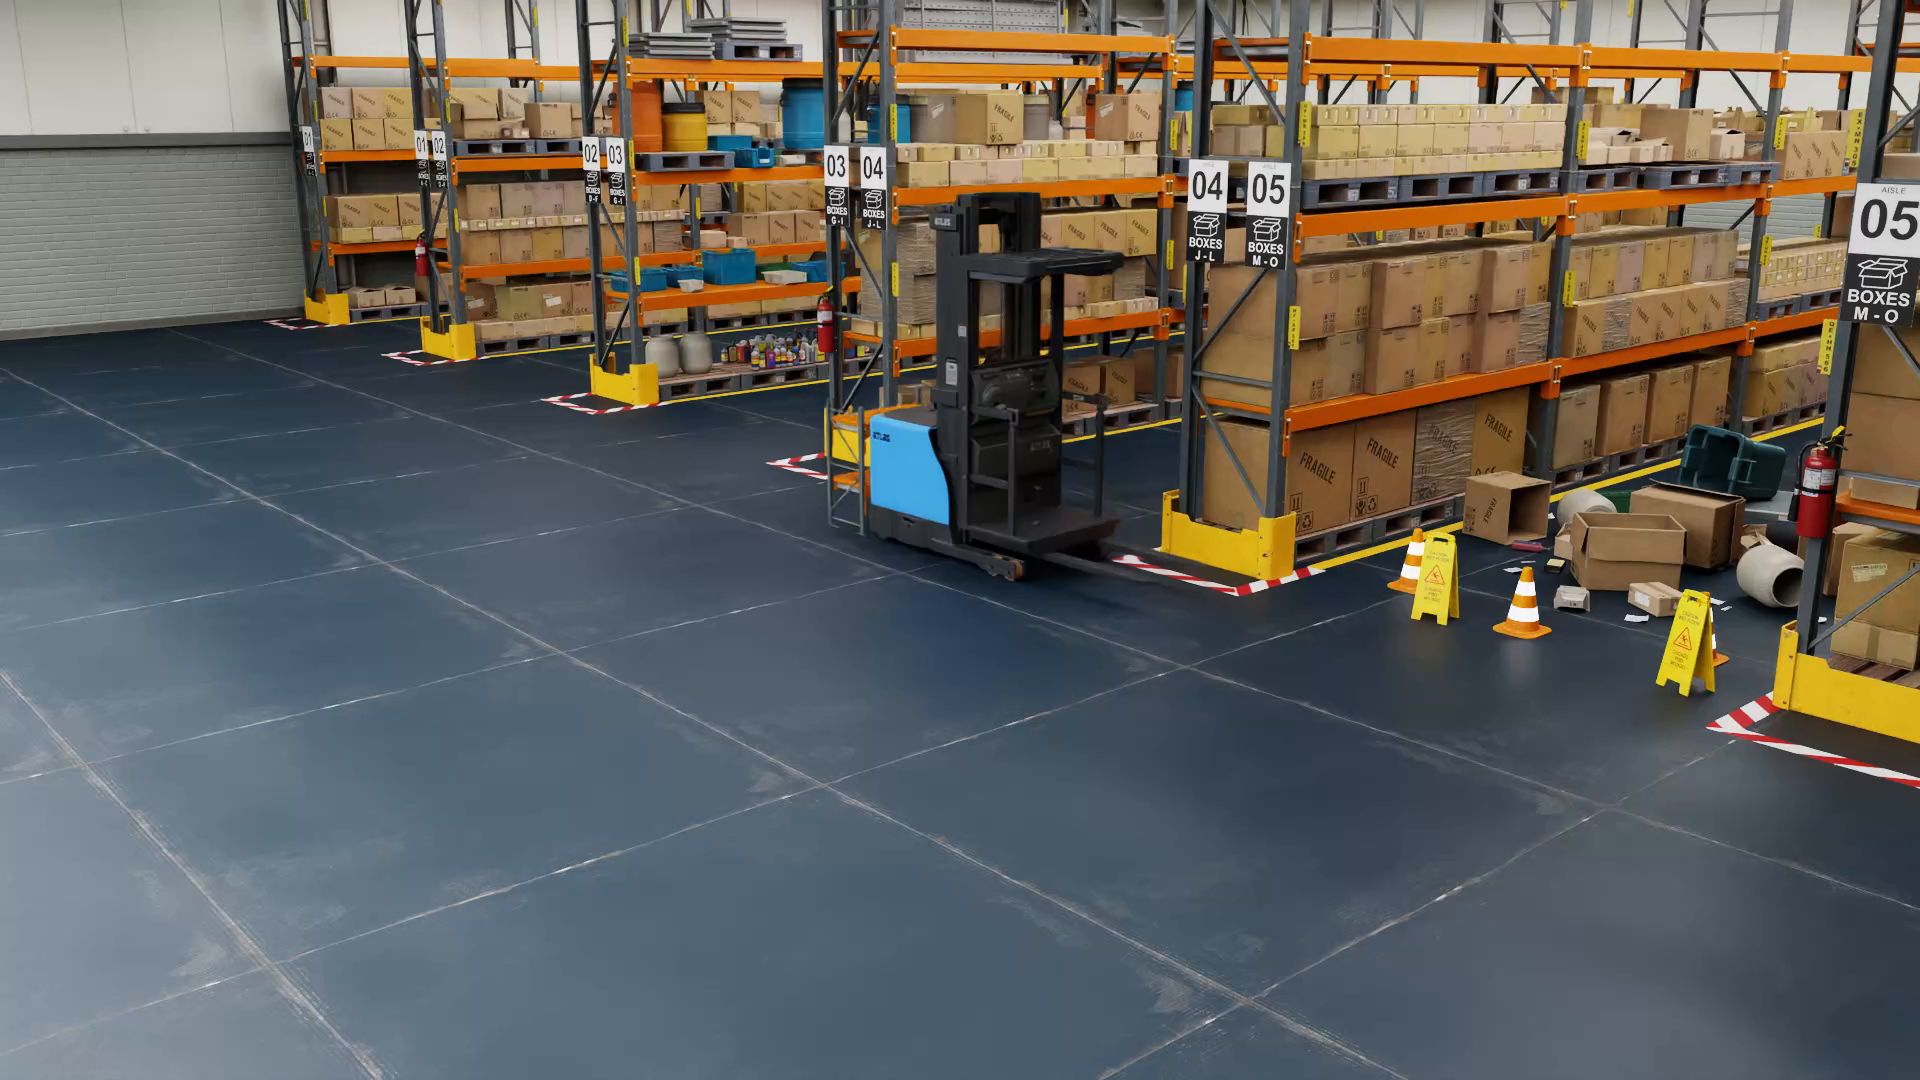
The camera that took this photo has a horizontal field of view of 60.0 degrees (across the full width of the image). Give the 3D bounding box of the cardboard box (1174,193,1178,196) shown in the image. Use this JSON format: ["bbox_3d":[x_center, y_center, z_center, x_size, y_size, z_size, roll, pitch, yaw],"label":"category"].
[{"bbox_3d":[4.026,-6.723,33.412,0.500,0.500,0.500,-12,19,-39],"label":"cardboard box"}]

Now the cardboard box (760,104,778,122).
[{"bbox_3d":[-4.022,-8.404,33.040,0.500,0.500,0.700,-14,20,-42],"label":"cardboard box"}]

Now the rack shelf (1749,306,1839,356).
[{"bbox_3d":[9.728,-2.616,19.625,4.000,0.370,1.077,-13,19,-39],"label":"rack shelf"}]

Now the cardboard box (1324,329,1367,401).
[{"bbox_3d":[2.835,-1.511,13.804,0.550,0.550,0.875,-13,19,-39],"label":"cardboard box"}]

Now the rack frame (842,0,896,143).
[{"bbox_3d":[-1.229,-6.792,22.242,0.127,3.000,1.000,-13,19,-39],"label":"rack frame"}]

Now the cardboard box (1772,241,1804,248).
[{"bbox_3d":[10.046,-3.561,20.289,0.250,0.149,0.380,-13,20,-40],"label":"cardboard box"}]

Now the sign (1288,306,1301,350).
[{"bbox_3d":[2.544,-1.617,12.660,0.005,0.325,0.100,-13,19,-39],"label":"sign"}]

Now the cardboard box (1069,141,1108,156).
[{"bbox_3d":[1.381,-4.249,18.051,0.250,0.149,0.380,-13,20,-41],"label":"cardboard box"}]

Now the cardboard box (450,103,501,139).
[{"bbox_3d":[-7.059,-6.048,23.980,0.637,0.503,0.797,-11,18,-36],"label":"cardboard box"}]

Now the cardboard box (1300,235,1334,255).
[{"bbox_3d":[4.303,-3.645,21.077,0.500,0.500,0.700,-9,18,-31],"label":"cardboard box"}]

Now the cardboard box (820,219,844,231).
[{"bbox_3d":[-2.262,-5.380,28.751,0.500,0.311,0.500,-13,20,-40],"label":"cardboard box"}]

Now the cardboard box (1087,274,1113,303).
[{"bbox_3d":[1.242,-2.980,18.823,0.500,0.500,0.875,-13,19,-39],"label":"cardboard box"}]

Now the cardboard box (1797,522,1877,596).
[{"bbox_3d":[6.826,0.122,12.818,0.500,0.500,0.500,0,15,-1],"label":"cardboard box"}]

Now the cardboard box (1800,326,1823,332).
[{"bbox_3d":[10.444,-2.400,19.999,0.500,0.250,0.500,-12,19,-37],"label":"cardboard box"}]

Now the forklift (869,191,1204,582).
[{"bbox_3d":[0.590,-1.242,13.218,1.130,2.935,3.031,-13,20,-41],"label":"forklift"}]

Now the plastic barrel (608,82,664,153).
[{"bbox_3d":[-3.963,-5.183,20.383,0.708,0.830,0.600,-13,19,-39],"label":"plastic barrel"}]

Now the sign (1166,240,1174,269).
[{"bbox_3d":[2.384,-3.244,18.904,0.005,0.325,0.100,-13,19,-39],"label":"sign"}]

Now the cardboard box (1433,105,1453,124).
[{"bbox_3d":[3.798,-3.487,13.613,0.250,0.149,0.380,-12,19,-39],"label":"cardboard box"}]

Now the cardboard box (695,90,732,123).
[{"bbox_3d":[-3.987,-6.898,26.472,0.500,0.500,0.500,-12,19,-39],"label":"cardboard box"}]

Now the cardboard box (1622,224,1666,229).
[{"bbox_3d":[10.883,-4.900,26.497,0.500,0.250,0.500,-13,20,-40],"label":"cardboard box"}]

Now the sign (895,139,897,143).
[{"bbox_3d":[-0.876,-5.239,22.220,0.005,0.325,0.100,-13,19,-39],"label":"sign"}]

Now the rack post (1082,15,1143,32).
[{"bbox_3d":[2.312,-7.870,25.278,0.986,0.289,0.624,-13,19,-39],"label":"rack post"}]

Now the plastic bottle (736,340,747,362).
[{"bbox_3d":[-2.941,-2.547,22.398,0.135,0.276,0.152,-12,19,-39],"label":"plastic bottle"}]

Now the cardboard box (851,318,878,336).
[{"bbox_3d":[-0.916,-2.219,17.233,0.250,0.149,0.380,-13,19,-39],"label":"cardboard box"}]

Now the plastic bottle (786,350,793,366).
[{"bbox_3d":[-2.266,-2.415,22.050,0.097,0.201,0.097,0,15,0],"label":"plastic bottle"}]

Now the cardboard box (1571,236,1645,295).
[{"bbox_3d":[6.341,-2.737,16.552,0.500,0.500,0.700,-12,19,-39],"label":"cardboard box"}]

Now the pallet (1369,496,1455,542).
[{"bbox_3d":[3.656,-0.279,14.884,1.213,0.211,1.003,-13,19,-39],"label":"pallet"}]

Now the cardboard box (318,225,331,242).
[{"bbox_3d":[-10.525,-5.199,28.154,0.500,0.250,0.500,-12,19,-39],"label":"cardboard box"}]

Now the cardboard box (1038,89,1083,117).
[{"bbox_3d":[1.899,-8.285,31.509,0.500,0.500,0.700,-13,19,-39],"label":"cardboard box"}]

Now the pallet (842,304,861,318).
[{"bbox_3d":[-2.107,-4.058,29.031,1.213,0.211,1.003,-13,19,-39],"label":"pallet"}]

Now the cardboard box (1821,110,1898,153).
[{"bbox_3d":[10.879,-4.960,20.186,0.500,0.500,0.700,-13,19,-39],"label":"cardboard box"}]

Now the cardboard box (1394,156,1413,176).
[{"bbox_3d":[3.415,-3.015,13.393,0.250,0.149,0.380,-13,19,-39],"label":"cardboard box"}]

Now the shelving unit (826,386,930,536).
[{"bbox_3d":[-0.609,-0.717,14.753,1.048,1.125,0.538,-13,20,-40],"label":"shelving unit"}]

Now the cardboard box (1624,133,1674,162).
[{"bbox_3d":[6.753,-3.858,16.322,0.258,0.266,0.396,-13,19,-39],"label":"cardboard box"}]

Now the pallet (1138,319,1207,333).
[{"bbox_3d":[3.276,-3.572,27.213,1.213,0.211,1.003,-13,19,-39],"label":"pallet"}]

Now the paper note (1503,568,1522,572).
[{"bbox_3d":[4.450,0.238,13.304,0.142,0.017,0.144,-6,16,-20],"label":"paper note"}]

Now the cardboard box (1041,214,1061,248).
[{"bbox_3d":[0.730,-3.222,17.791,0.500,0.500,0.500,-13,19,-39],"label":"cardboard box"}]

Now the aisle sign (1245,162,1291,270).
[{"bbox_3d":[2.328,-2.455,12.591,0.004,0.787,0.394,-13,19,-39],"label":"aisle sign"}]

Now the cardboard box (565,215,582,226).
[{"bbox_3d":[-5.898,-4.828,25.061,0.250,0.149,0.380,-12,19,-39],"label":"cardboard box"}]

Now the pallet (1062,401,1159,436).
[{"bbox_3d":[1.539,-1.462,19.314,1.213,0.211,1.003,-13,19,-39],"label":"pallet"}]

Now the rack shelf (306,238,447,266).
[{"bbox_3d":[-9.241,-5.136,29.061,4.000,0.370,1.077,-13,19,-39],"label":"rack shelf"}]

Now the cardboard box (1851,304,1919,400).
[{"bbox_3d":[5.752,-1.127,9.949,0.500,0.500,0.700,-13,20,-41],"label":"cardboard box"}]

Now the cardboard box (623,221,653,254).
[{"bbox_3d":[-5.202,-4.740,25.990,0.500,0.500,0.700,-13,20,-40],"label":"cardboard box"}]

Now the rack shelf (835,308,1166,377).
[{"bbox_3d":[0.513,-2.243,18.231,4.000,0.370,1.077,-13,19,-39],"label":"rack shelf"}]

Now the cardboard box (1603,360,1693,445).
[{"bbox_3d":[7.044,-1.506,17.622,0.750,0.750,1.050,-12,19,-39],"label":"cardboard box"}]

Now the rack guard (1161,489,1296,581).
[{"bbox_3d":[2.166,-0.058,13.498,0.348,0.500,1.175,-13,19,-39],"label":"rack guard"}]

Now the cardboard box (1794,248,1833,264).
[{"bbox_3d":[9.876,-3.299,19.307,0.250,0.149,0.380,-13,20,-40],"label":"cardboard box"}]

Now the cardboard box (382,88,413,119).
[{"bbox_3d":[-9.509,-7.317,27.850,0.500,0.500,0.500,-12,19,-38],"label":"cardboard box"}]

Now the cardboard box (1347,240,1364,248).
[{"bbox_3d":[5.249,-3.788,22.424,0.500,0.500,0.500,-12,19,-38],"label":"cardboard box"}]

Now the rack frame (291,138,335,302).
[{"bbox_3d":[-10.750,-5.145,27.700,0.127,3.000,1.000,-13,19,-39],"label":"rack frame"}]

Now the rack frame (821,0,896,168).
[{"bbox_3d":[-0.995,-5.151,16.095,0.127,3.000,1.000,-13,19,-39],"label":"rack frame"}]

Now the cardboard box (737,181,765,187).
[{"bbox_3d":[-4.181,-7.096,32.741,0.500,0.250,0.500,-12,19,-38],"label":"cardboard box"}]

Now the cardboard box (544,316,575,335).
[{"bbox_3d":[-6.193,-3.273,25.207,0.500,0.250,0.500,-13,19,-39],"label":"cardboard box"}]

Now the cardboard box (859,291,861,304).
[{"bbox_3d":[-1.697,-4.274,28.954,0.500,0.250,0.500,-12,19,-38],"label":"cardboard box"}]

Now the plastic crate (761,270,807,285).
[{"bbox_3d":[-2.288,-3.442,21.836,0.437,0.136,0.530,-13,19,-39],"label":"plastic crate"}]
